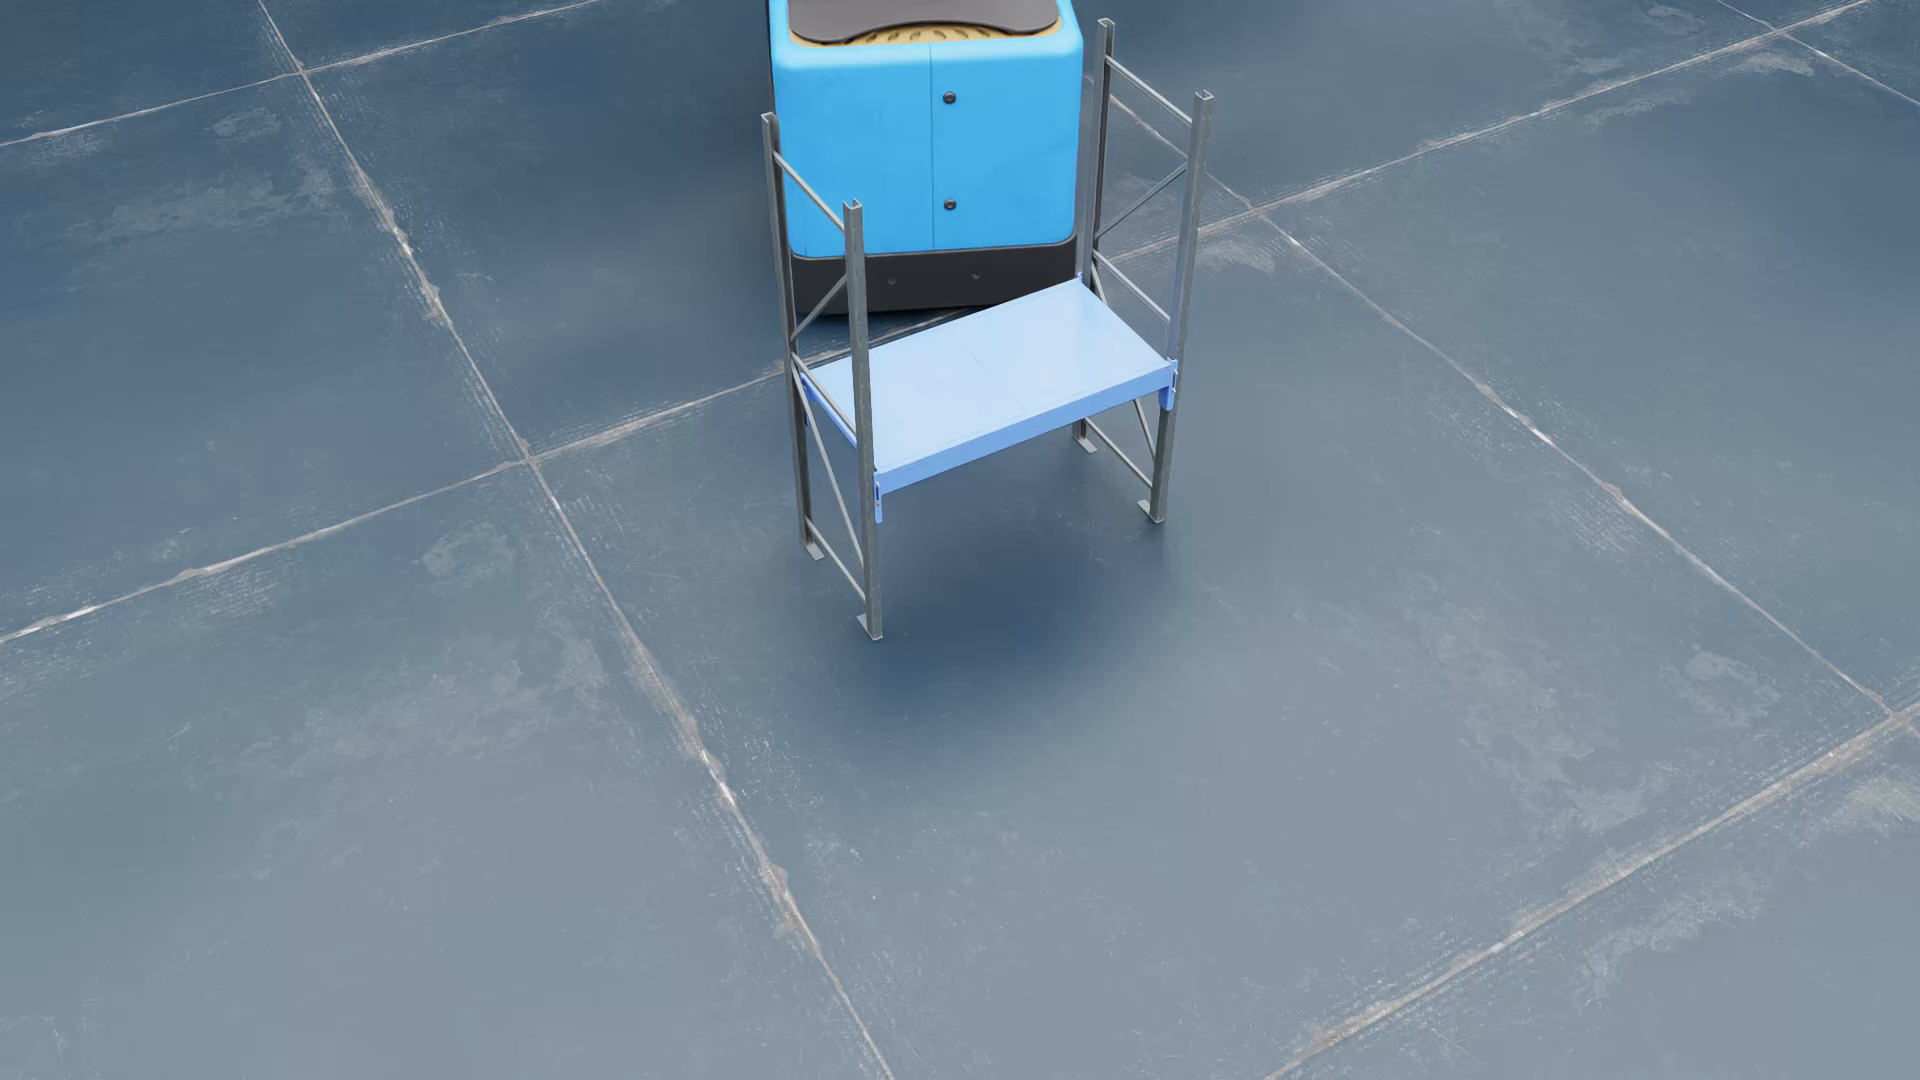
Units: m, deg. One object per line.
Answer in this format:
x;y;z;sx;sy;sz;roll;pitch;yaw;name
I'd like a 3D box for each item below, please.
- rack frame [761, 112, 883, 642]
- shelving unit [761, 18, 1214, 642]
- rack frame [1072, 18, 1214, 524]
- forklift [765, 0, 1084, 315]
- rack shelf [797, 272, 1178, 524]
-0.367;-0.391;4.576;0.032;1.500;0.500;-22;48;-21;rack frame
0.074;-0.568;4.758;1.048;1.500;0.538;-22;48;-21;shelving unit
0.515;-0.744;4.940;0.032;1.500;0.500;-22;48;-21;rack frame
-0.247;-2.887;6.121;1.130;2.935;3.031;-4;44;-4;forklift
0.074;-0.439;4.883;1.000;0.185;0.538;-22;48;-21;rack shelf
